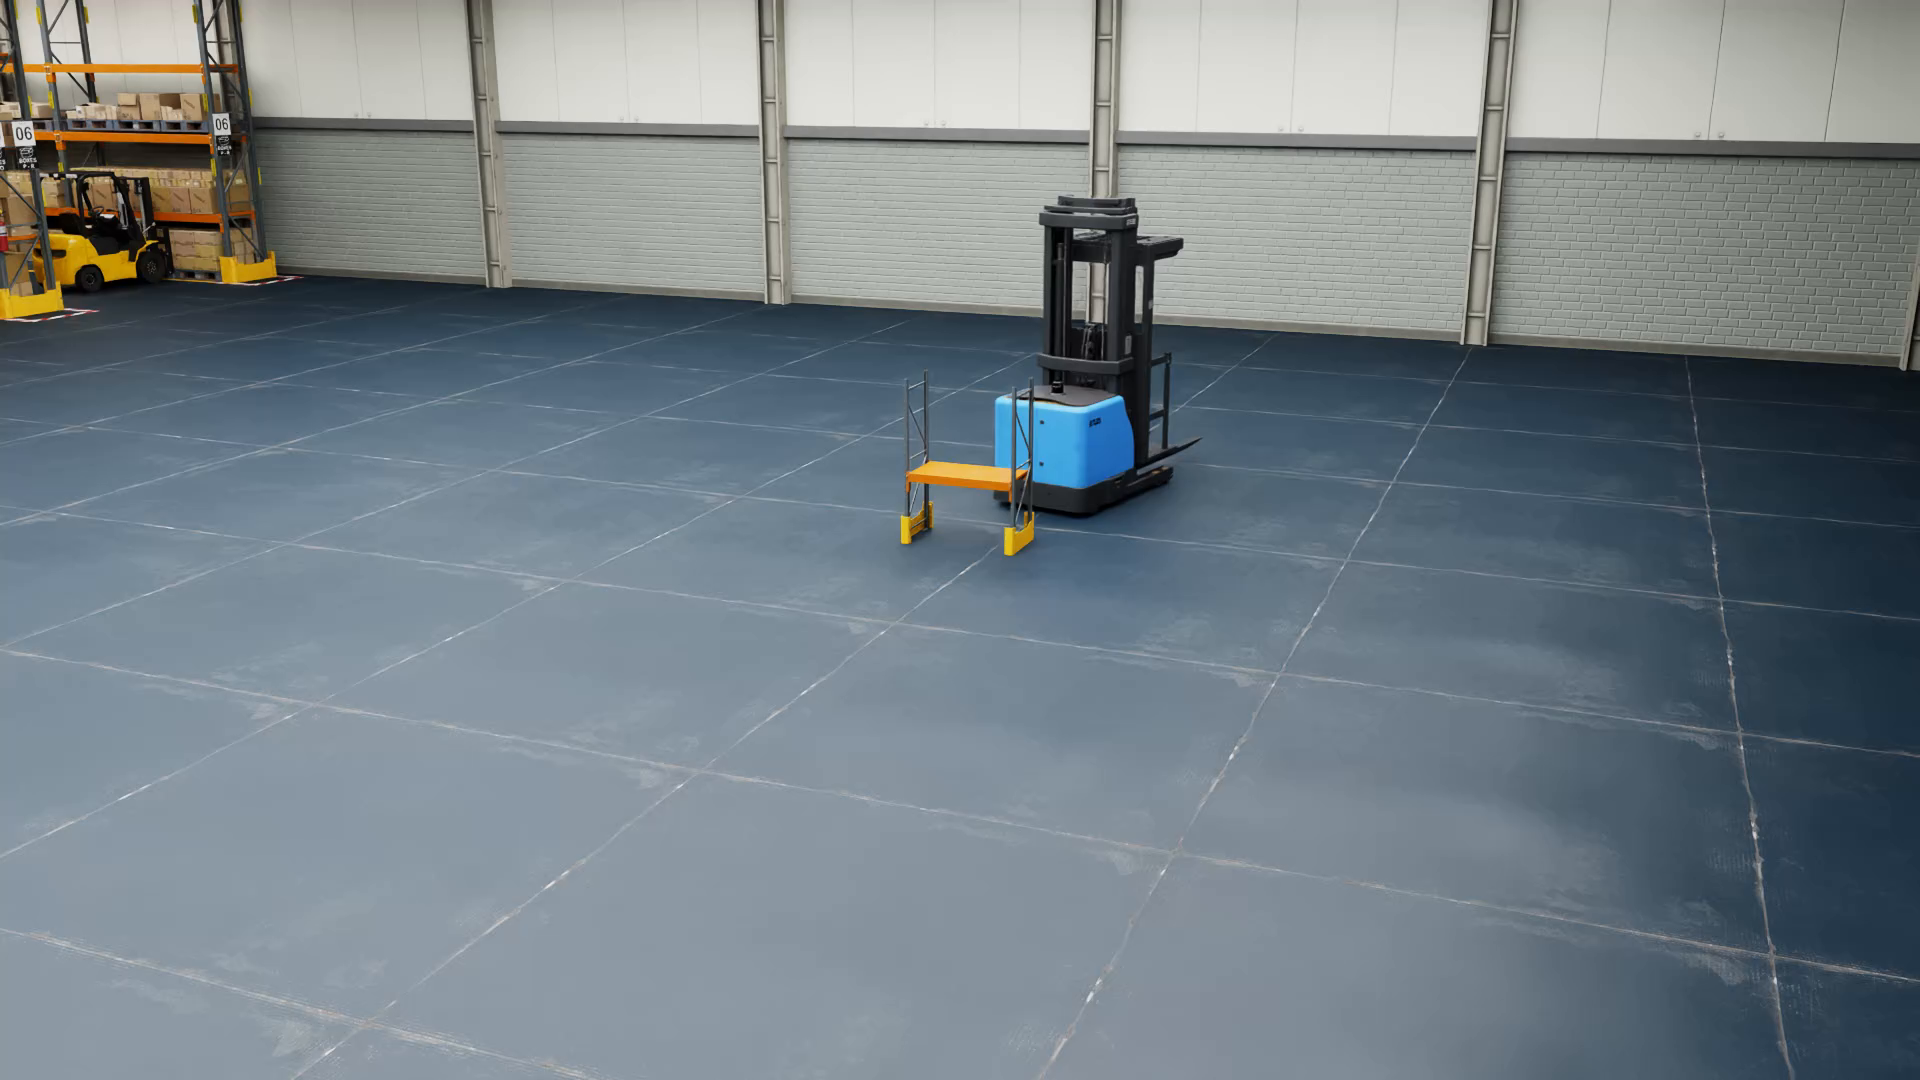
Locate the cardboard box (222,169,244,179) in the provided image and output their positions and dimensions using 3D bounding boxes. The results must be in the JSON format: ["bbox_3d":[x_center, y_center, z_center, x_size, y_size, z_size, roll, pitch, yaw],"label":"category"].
[{"bbox_3d":[-14.334,-7.202,32.727,0.250,0.149,0.380,6,17,20],"label":"cardboard box"}]

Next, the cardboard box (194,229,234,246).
[{"bbox_3d":[-14.642,-5.938,32.632,0.500,0.250,0.500,7,18,22],"label":"cardboard box"}]

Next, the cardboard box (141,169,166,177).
[{"bbox_3d":[-15.939,-7.250,32.891,0.250,0.149,0.380,7,17,21],"label":"cardboard box"}]

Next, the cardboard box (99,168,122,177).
[{"bbox_3d":[-16.914,-7.332,33.174,0.250,0.149,0.380,7,17,22],"label":"cardboard box"}]

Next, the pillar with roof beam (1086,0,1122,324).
[{"bbox_3d":[0.748,-6.839,22.589,0.400,9.000,9.100,6,17,21],"label":"pillar with roof beam"}]

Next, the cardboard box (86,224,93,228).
[{"bbox_3d":[-17.486,-6.250,33.707,0.500,0.250,0.500,6,17,20],"label":"cardboard box"}]

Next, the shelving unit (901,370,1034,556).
[{"bbox_3d":[0.071,-0.712,14.938,1.083,1.500,0.587,6,17,21],"label":"shelving unit"}]

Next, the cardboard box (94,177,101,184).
[{"bbox_3d":[-17.127,-7.233,33.364,0.250,0.149,0.380,6,17,21],"label":"cardboard box"}]

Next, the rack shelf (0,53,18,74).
[{"bbox_3d":[-17.778,-8.061,28.097,4.000,0.370,1.077,6,17,21],"label":"rack shelf"}]

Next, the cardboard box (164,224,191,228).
[{"bbox_3d":[-15.879,-6.228,33.633,0.500,0.250,0.500,6,17,20],"label":"cardboard box"}]

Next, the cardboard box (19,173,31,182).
[{"bbox_3d":[-18.968,-7.409,33.973,0.250,0.149,0.380,6,17,19],"label":"cardboard box"}]

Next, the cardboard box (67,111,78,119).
[{"bbox_3d":[-17.515,-8.464,33.088,0.250,0.149,0.380,7,17,22],"label":"cardboard box"}]

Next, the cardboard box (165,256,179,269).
[{"bbox_3d":[-15.574,-5.565,33.140,0.500,0.250,0.500,6,17,21],"label":"cardboard box"}]

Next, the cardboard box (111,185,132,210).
[{"bbox_3d":[-16.542,-6.854,33.223,0.500,0.500,0.500,6,17,20],"label":"cardboard box"}]

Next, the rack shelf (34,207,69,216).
[{"bbox_3d":[-19.681,-6.879,34.778,4.000,0.370,1.077,6,17,21],"label":"rack shelf"}]

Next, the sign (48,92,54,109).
[{"bbox_3d":[-18.011,-8.718,32.951,0.005,0.325,0.100,6,17,21],"label":"sign"}]

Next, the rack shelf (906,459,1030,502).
[{"bbox_3d":[0.079,-0.539,14.985,1.000,0.185,0.538,6,17,21],"label":"rack shelf"}]

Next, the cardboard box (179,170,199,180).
[{"bbox_3d":[-15.004,-7.132,32.483,0.250,0.149,0.380,7,17,22],"label":"cardboard box"}]

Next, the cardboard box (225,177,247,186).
[{"bbox_3d":[-14.320,-7.072,32.810,0.250,0.149,0.380,6,17,19],"label":"cardboard box"}]

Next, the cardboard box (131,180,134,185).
[{"bbox_3d":[-16.190,-7.115,32.959,0.250,0.149,0.380,6,17,19],"label":"cardboard box"}]

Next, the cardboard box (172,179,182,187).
[{"bbox_3d":[-15.219,-7.022,32.638,0.250,0.149,0.380,6,17,20],"label":"cardboard box"}]

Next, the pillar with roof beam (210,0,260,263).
[{"bbox_3d":[-15.996,-8.680,28.932,0.400,9.000,9.100,6,17,21],"label":"pillar with roof beam"}]

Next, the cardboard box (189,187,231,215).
[{"bbox_3d":[-14.654,-6.641,32.488,0.500,0.500,0.500,6,17,19],"label":"cardboard box"}]

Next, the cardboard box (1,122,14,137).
[{"bbox_3d":[-16.287,-6.954,28.104,0.500,0.250,0.500,6,17,20],"label":"cardboard box"}]

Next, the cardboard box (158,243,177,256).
[{"bbox_3d":[-15.618,-5.802,33.060,0.500,0.250,0.500,6,17,19],"label":"cardboard box"}]

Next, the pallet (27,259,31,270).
[{"bbox_3d":[-19.659,-5.870,35.015,1.213,0.211,1.003,6,17,21],"label":"pallet"}]

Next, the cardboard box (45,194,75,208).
[{"bbox_3d":[-18.385,-6.931,33.938,0.500,0.250,0.500,7,17,22],"label":"cardboard box"}]

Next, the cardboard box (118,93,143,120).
[{"bbox_3d":[-16.047,-8.533,32.687,0.637,0.503,0.797,7,18,22],"label":"cardboard box"}]

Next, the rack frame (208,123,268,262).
[{"bbox_3d":[-14.100,-6.610,32.563,0.127,3.000,1.000,6,17,21],"label":"rack frame"}]

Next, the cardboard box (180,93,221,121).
[{"bbox_3d":[-14.601,-8.331,31.997,0.500,0.500,0.500,7,18,22],"label":"cardboard box"}]

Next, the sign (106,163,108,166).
[{"bbox_3d":[-17.618,-7.617,34.337,0.005,0.325,0.100,6,17,21],"label":"sign"}]

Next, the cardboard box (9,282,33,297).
[{"bbox_3d":[-16.566,-4.358,28.984,0.500,0.250,0.500,6,17,20],"label":"cardboard box"}]

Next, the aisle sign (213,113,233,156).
[{"bbox_3d":[-14.146,-7.776,31.915,0.004,0.787,0.394,6,17,21],"label":"aisle sign"}]

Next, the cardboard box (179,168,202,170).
[{"bbox_3d":[-15.295,-7.311,33.100,0.250,0.149,0.380,7,18,22],"label":"cardboard box"}]

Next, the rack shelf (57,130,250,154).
[{"bbox_3d":[-15.960,-7.910,32.950,4.000,0.370,1.077,6,17,21],"label":"rack shelf"}]

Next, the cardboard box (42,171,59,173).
[{"bbox_3d":[-18.777,-7.558,34.486,0.250,0.149,0.380,6,17,20],"label":"cardboard box"}]

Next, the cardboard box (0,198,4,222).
[{"bbox_3d":[-16.523,-5.498,28.017,0.500,0.500,0.500,6,17,20],"label":"cardboard box"}]

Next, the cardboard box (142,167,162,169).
[{"bbox_3d":[-16.233,-7.428,33.504,0.250,0.149,0.380,6,17,20],"label":"cardboard box"}]

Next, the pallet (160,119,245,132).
[{"bbox_3d":[-14.748,-8.087,32.430,1.213,0.211,1.003,6,17,21],"label":"pallet"}]

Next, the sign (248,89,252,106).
[{"bbox_3d":[-13.890,-8.652,32.506,0.005,0.325,0.100,6,17,21],"label":"sign"}]

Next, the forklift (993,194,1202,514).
[{"bbox_3d":[1.549,-2.017,16.866,1.130,2.935,3.031,10,19,32],"label":"forklift"}]

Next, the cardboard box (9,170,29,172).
[{"bbox_3d":[-19.730,-7.655,34.820,0.250,0.149,0.380,7,18,22],"label":"cardboard box"}]

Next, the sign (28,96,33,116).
[{"bbox_3d":[-15.718,-7.324,28.072,0.005,0.325,0.100,6,17,21],"label":"sign"}]

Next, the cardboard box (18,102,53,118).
[{"bbox_3d":[-18.583,-8.678,33.532,0.500,0.311,0.500,6,17,19],"label":"cardboard box"}]
